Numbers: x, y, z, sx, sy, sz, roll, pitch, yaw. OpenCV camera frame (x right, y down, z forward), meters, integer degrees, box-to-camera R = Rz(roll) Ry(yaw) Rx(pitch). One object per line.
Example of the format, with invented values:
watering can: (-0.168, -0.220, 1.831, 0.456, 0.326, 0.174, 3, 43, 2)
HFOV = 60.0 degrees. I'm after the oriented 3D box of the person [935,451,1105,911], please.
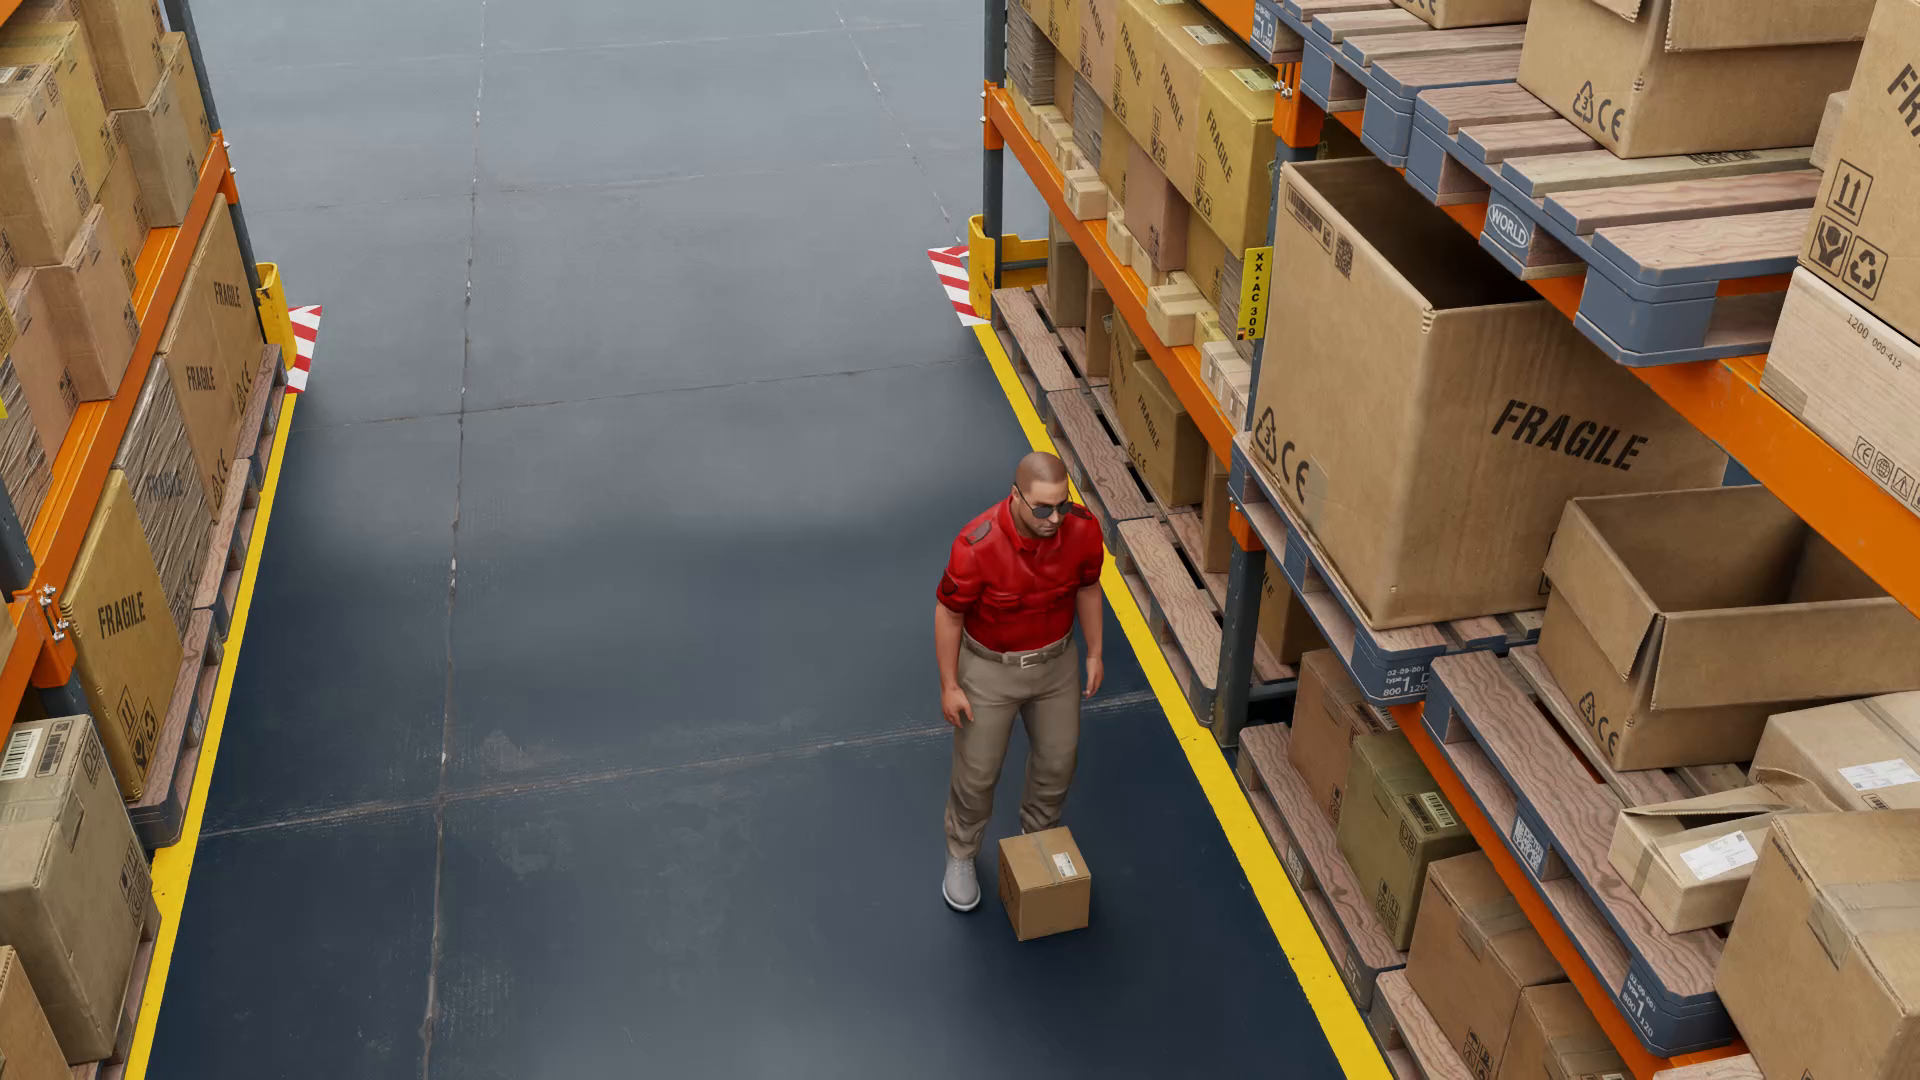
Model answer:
person: (0.199, 0.439, 5.507, 0.608, 1.726, 0.394, -11, 36, -16)
